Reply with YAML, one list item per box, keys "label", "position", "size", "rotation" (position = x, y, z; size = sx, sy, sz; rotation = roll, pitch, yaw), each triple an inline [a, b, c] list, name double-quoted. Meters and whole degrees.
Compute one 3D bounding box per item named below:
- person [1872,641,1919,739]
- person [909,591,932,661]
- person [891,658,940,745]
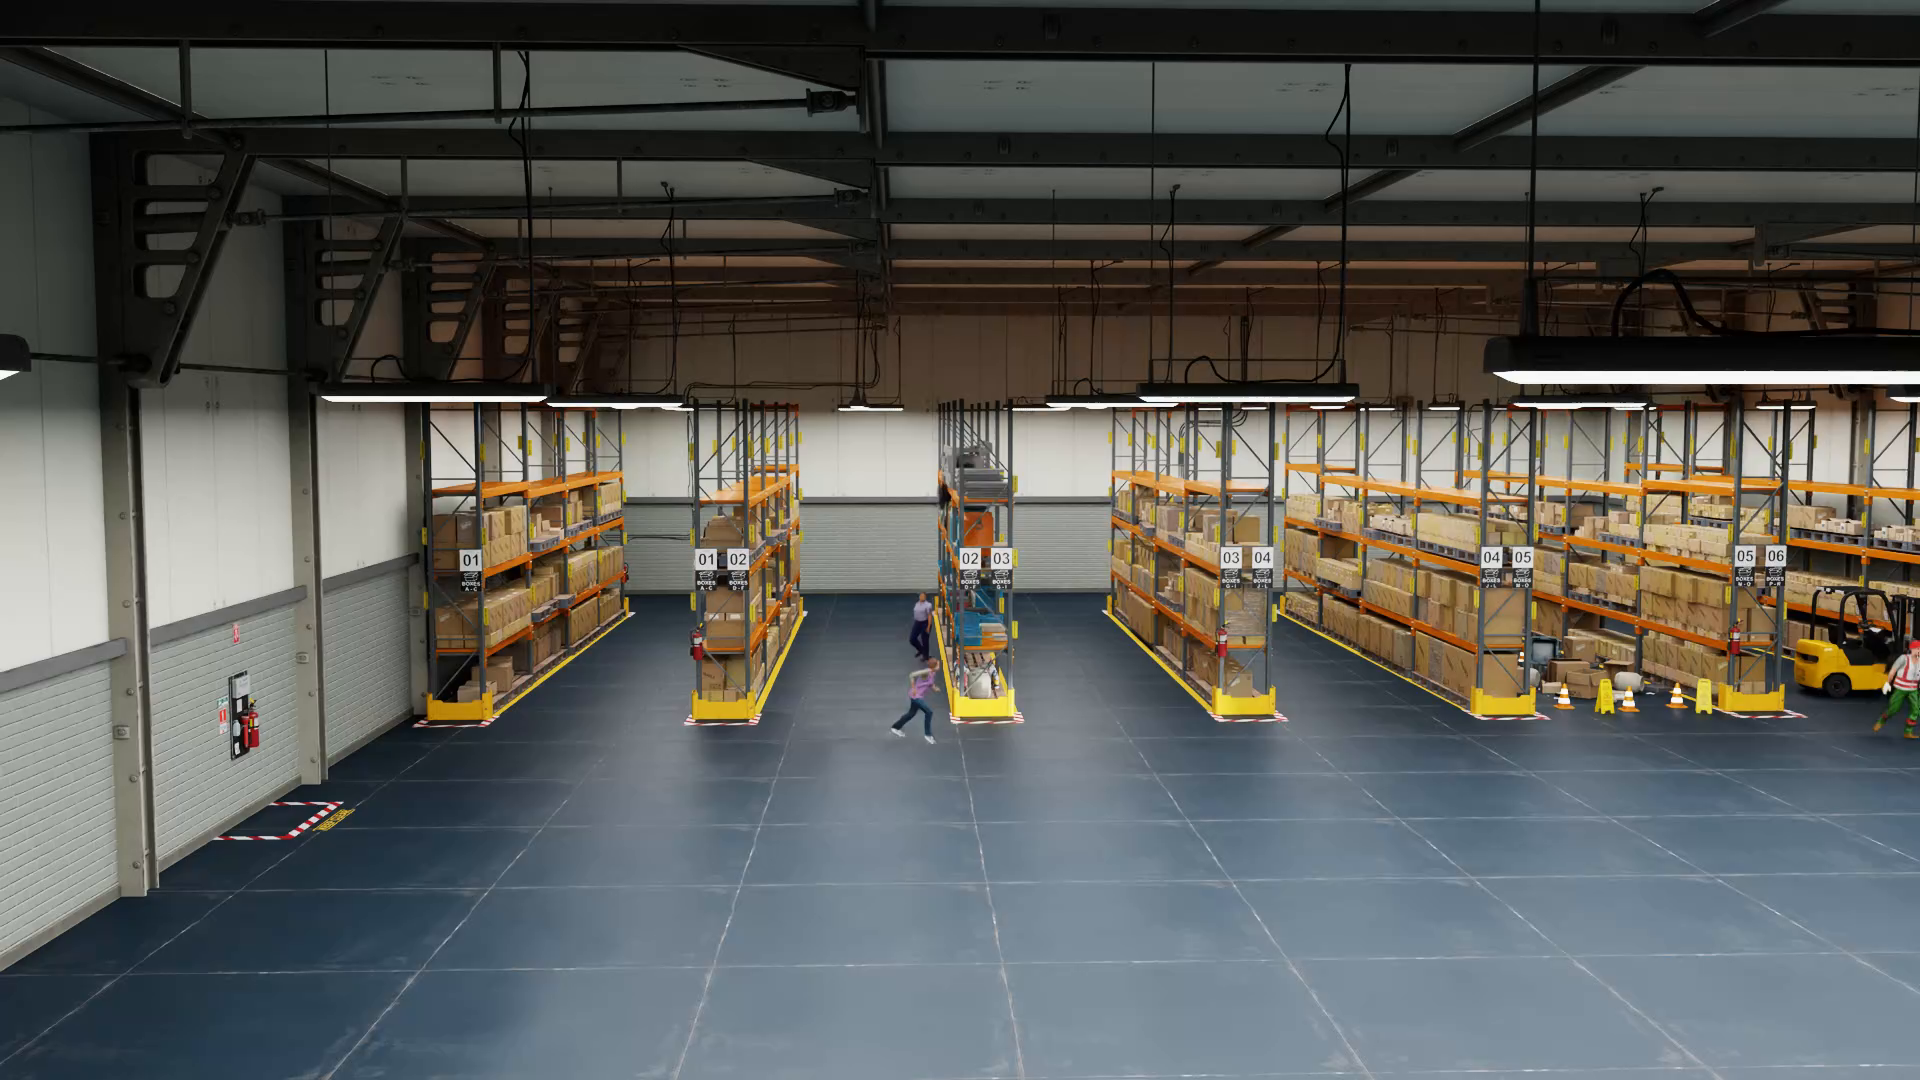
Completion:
- label: "person"
  position: [16.660, 2.623, 29.445]
  size: [0.771, 1.733, 0.782]
  rotation: [-1, 4, -10]
- label: "person"
  position: [-0.883, 1.990, 38.358]
  size: [0.587, 1.621, 0.454]
  rotation: [3, 5, 36]
- label: "person"
  position: [-0.778, 2.797, 28.899]
  size: [0.910, 1.542, 0.579]
  rotation: [2, 5, 21]
